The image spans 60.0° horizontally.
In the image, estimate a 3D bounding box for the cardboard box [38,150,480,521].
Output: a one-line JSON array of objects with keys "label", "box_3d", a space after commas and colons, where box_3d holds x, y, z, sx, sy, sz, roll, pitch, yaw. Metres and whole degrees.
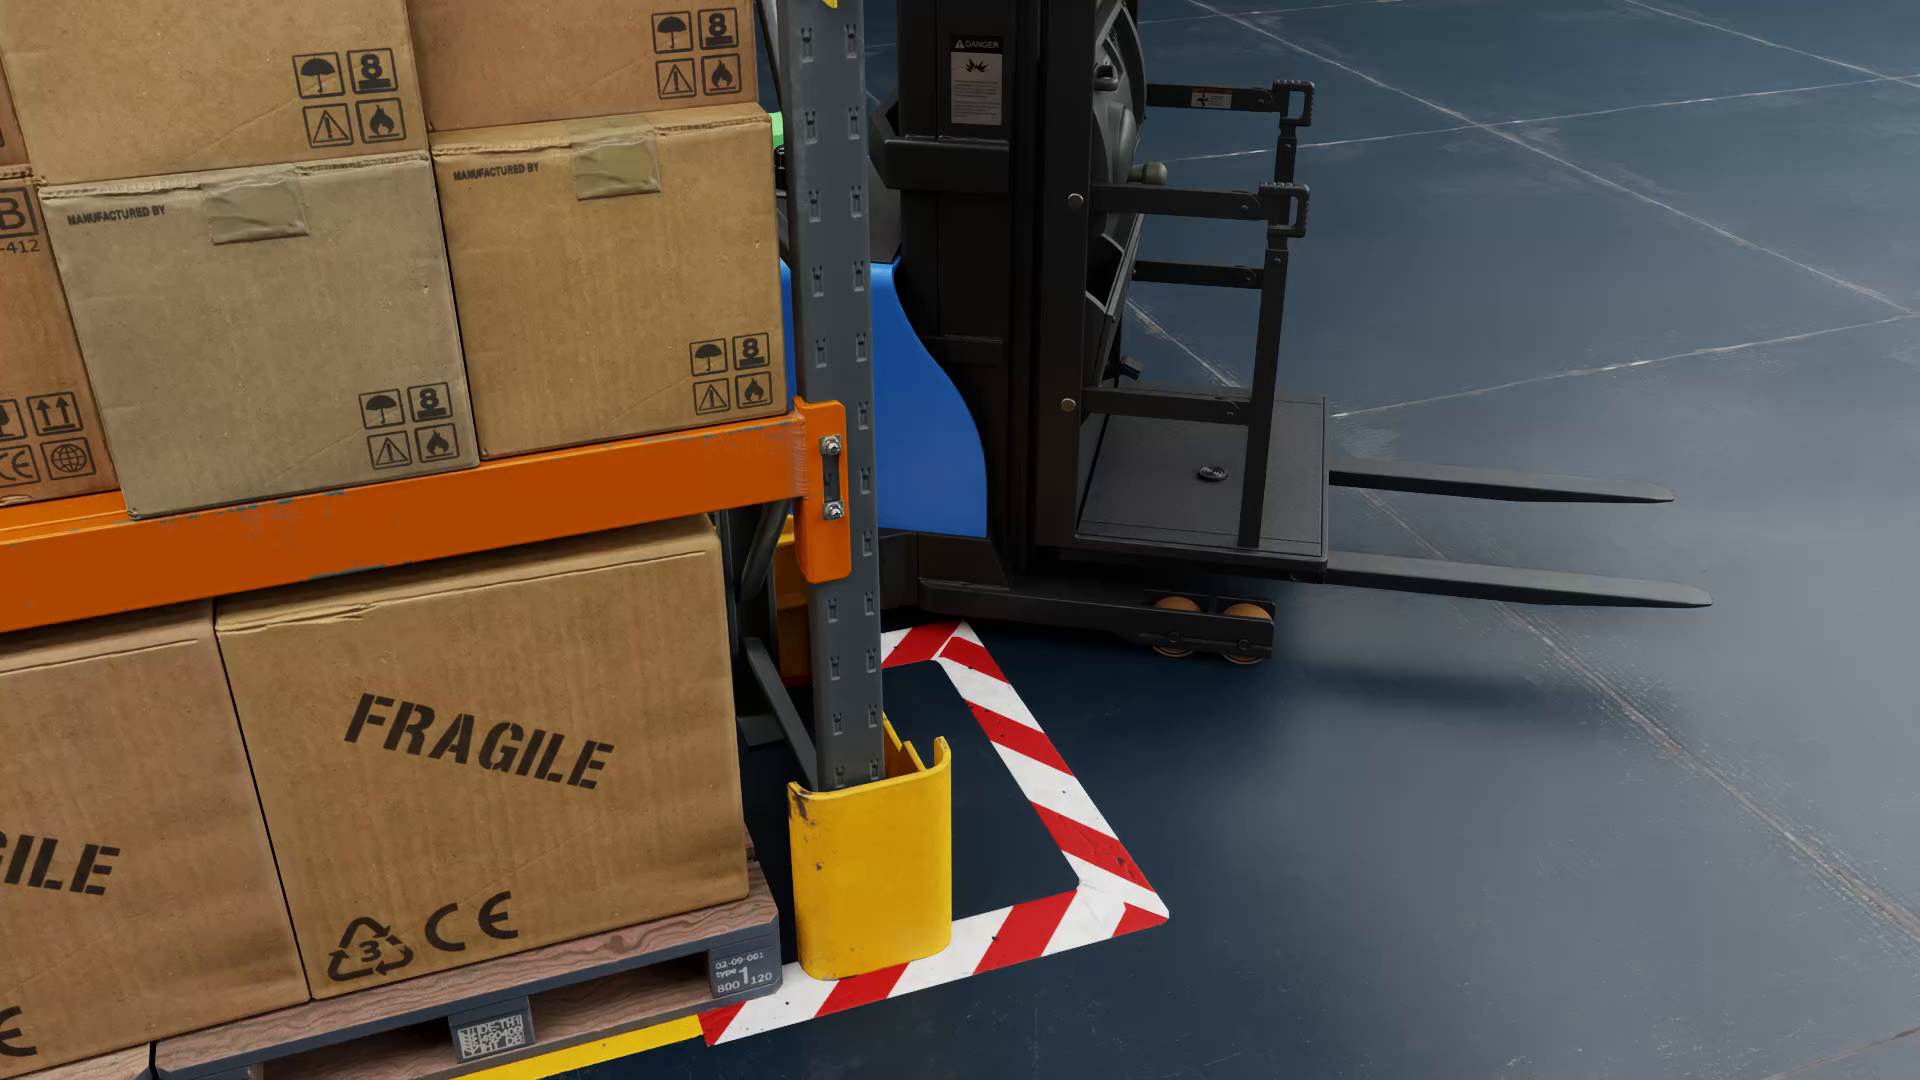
[{"label": "cardboard box", "box_3d": [-1.227, -0.515, 2.972, 0.550, 0.550, 0.875, -10, 31, -18]}]

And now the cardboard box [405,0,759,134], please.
[{"label": "cardboard box", "box_3d": [-0.749, -1.128, 2.958, 0.550, 0.550, 0.875, -10, 31, -18]}]

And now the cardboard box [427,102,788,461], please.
[{"label": "cardboard box", "box_3d": [-0.719, -0.620, 3.157, 0.550, 0.550, 0.875, -10, 31, -18]}]

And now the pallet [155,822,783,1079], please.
[{"label": "pallet", "box_3d": [-1.109, 0.746, 3.728, 1.213, 0.211, 1.003, -10, 31, -18]}]

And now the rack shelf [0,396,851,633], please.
[{"label": "rack shelf", "box_3d": [-2.262, 0.018, 2.915, 4.000, 0.370, 1.077, -10, 31, -18]}]

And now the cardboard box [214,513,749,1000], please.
[{"label": "cardboard box", "box_3d": [-1.000, 0.248, 3.506, 0.875, 0.875, 0.875, -10, 31, -17]}]

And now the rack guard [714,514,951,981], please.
[{"label": "rack guard", "box_3d": [-0.365, 0.442, 3.969, 0.348, 0.500, 1.175, -10, 31, -18]}]

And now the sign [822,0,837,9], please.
[{"label": "sign", "box_3d": [-0.211, -0.992, 2.552, 0.005, 0.325, 0.100, -10, 31, -18]}]

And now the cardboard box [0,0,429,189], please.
[{"label": "cardboard box", "box_3d": [-1.232, -0.991, 2.716, 0.550, 0.550, 0.875, -10, 31, -18]}]

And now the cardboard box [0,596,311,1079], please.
[{"label": "cardboard box", "box_3d": [-1.824, 0.401, 3.238, 0.875, 0.875, 0.875, -11, 31, -18]}]

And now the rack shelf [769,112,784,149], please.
[{"label": "rack shelf", "box_3d": [-0.724, -1.279, 5.442, 0.480, 0.148, 0.258, -17, 34, -27]}]

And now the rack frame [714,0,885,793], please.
[{"label": "rack frame", "box_3d": [-0.387, -0.640, 3.343, 0.127, 3.000, 1.000, -10, 31, -18]}]

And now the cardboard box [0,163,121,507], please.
[{"label": "cardboard box", "box_3d": [-1.796, -0.477, 2.905, 0.550, 0.550, 0.875, -10, 31, -18]}]

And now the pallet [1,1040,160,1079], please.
[{"label": "pallet", "box_3d": [-2.251, 0.955, 3.361, 1.213, 0.211, 1.003, -10, 31, -18]}]

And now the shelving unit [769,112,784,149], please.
[{"label": "shelving unit", "box_3d": [-0.724, -0.917, 5.648, 0.503, 1.200, 0.258, -17, 34, -27]}]

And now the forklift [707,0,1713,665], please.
[{"label": "forklift", "box_3d": [0.616, -1.213, 4.419, 3.031, 2.935, 1.130, 6, 30, 10]}]

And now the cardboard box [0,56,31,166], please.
[{"label": "cardboard box", "box_3d": [-1.804, -0.957, 2.657, 0.550, 0.550, 0.875, -10, 31, -18]}]
